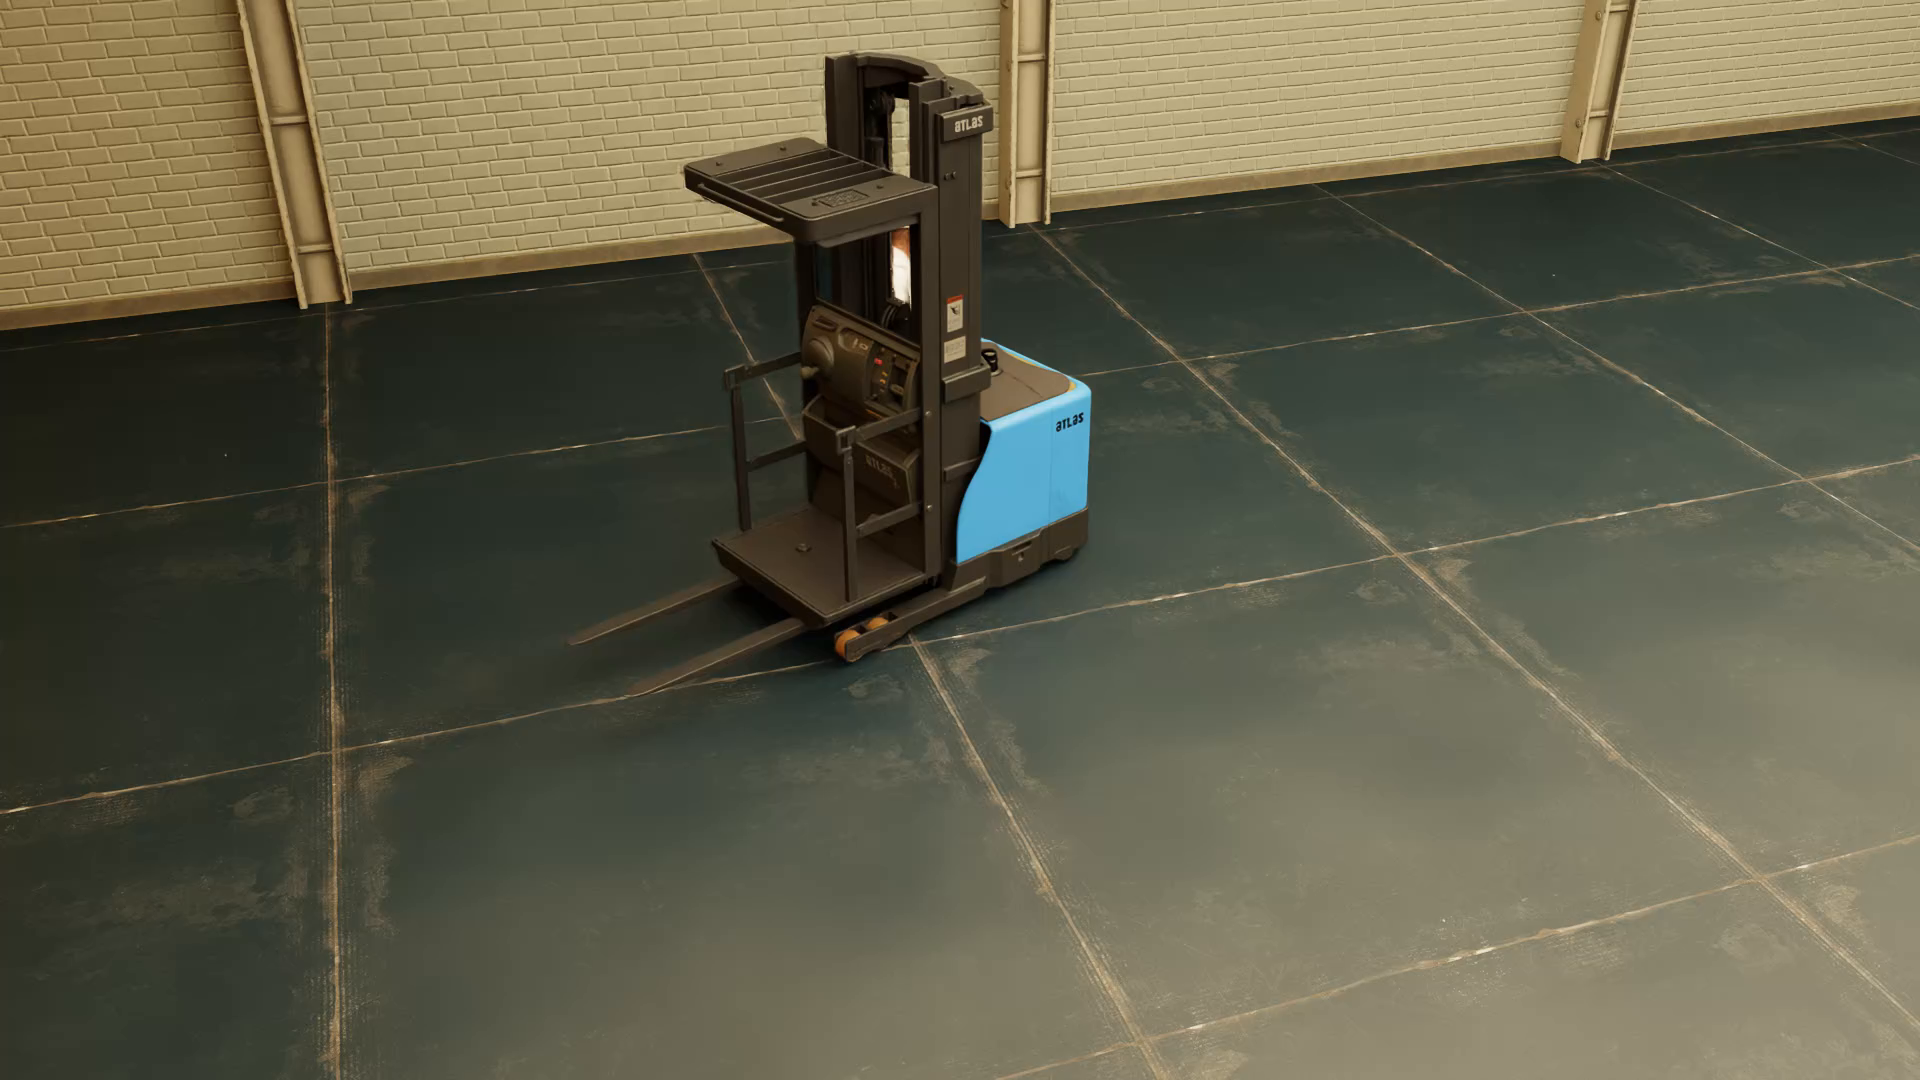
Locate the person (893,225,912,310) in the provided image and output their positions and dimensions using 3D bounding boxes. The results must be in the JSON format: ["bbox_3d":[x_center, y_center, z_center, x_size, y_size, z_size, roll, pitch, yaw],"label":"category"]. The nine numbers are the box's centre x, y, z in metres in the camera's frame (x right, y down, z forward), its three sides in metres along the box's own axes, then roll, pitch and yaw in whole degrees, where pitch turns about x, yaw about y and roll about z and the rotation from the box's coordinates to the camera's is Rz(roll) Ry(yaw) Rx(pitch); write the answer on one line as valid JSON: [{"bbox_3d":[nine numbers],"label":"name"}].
[{"bbox_3d":[-0.396,-1.246,10.491,0.476,1.732,0.886,-5,30,-8],"label":"person"}]

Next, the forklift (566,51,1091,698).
[{"bbox_3d":[-0.690,-0.916,8.679,3.031,2.935,1.130,-23,37,-34],"label":"forklift"}]
